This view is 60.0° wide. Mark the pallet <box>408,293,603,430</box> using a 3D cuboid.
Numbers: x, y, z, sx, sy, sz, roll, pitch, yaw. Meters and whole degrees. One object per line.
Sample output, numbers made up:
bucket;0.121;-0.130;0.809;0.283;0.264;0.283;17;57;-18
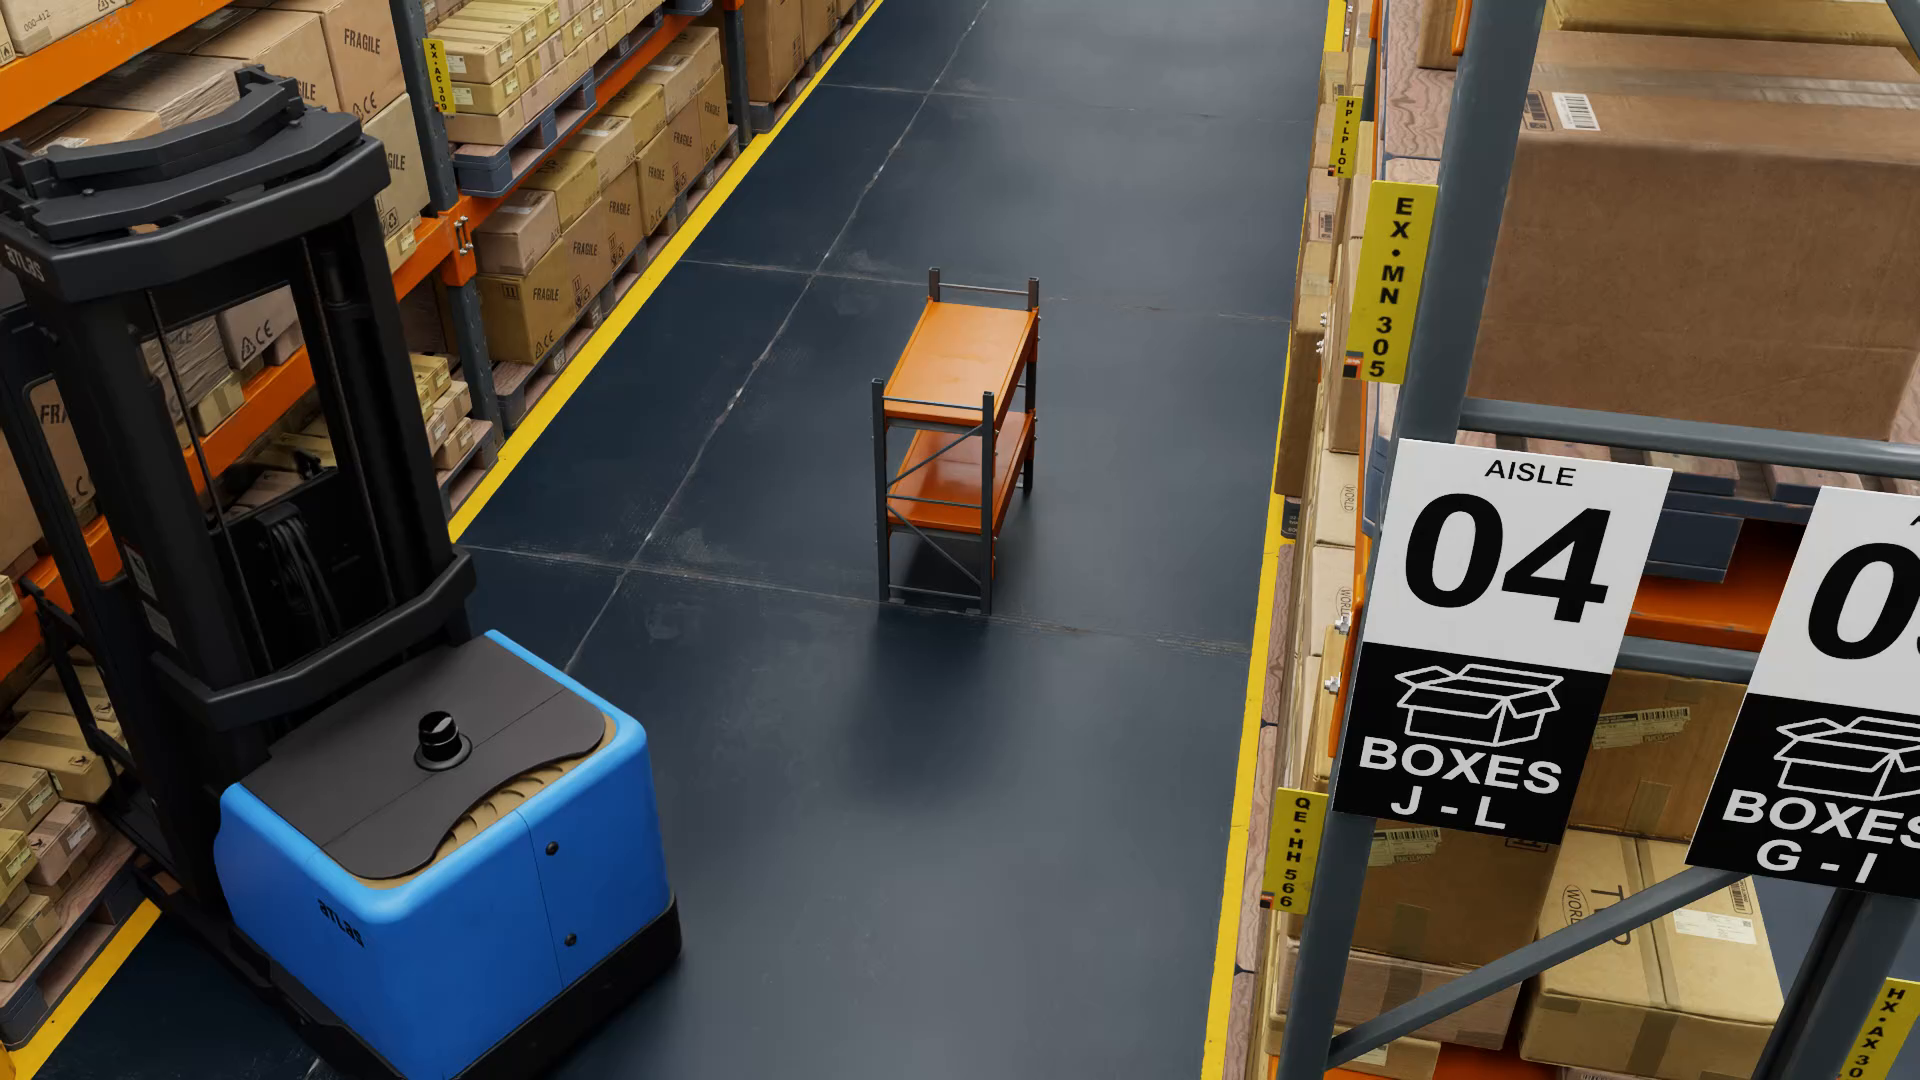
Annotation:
pallet;-2.638;-1.051;9.020;1.003;0.211;1.213;7;37;10

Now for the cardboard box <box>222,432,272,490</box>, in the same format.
cardboard box;-3.235;-0.364;7.261;0.380;0.149;0.250;6;36;9

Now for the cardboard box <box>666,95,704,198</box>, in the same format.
cardboard box;-1.948;-2.477;10.384;0.500;0.500;0.500;9;37;12

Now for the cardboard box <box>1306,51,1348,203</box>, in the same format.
cardboard box;2.708;-2.264;9.770;1.225;0.875;0.875;6;36;8

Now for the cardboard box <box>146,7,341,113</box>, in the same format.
cardboard box;-2.744;-1.699;6.347;0.500;0.500;0.500;6;36;8

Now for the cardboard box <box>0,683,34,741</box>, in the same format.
cardboard box;-3.556;0.646;6.121;0.380;0.149;0.250;7;37;9

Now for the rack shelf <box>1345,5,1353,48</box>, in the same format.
rack shelf;3.303;-4.202;11.605;1.077;0.370;4.000;7;37;10

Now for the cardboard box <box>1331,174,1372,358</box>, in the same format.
cardboard box;1.556;-0.893;5.662;0.500;0.500;0.500;7;37;10

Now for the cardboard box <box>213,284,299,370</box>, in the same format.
cardboard box;-2.850;-0.999;6.234;0.500;0.500;0.500;7;37;10

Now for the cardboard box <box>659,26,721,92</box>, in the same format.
cardboard box;-1.838;-3.063;10.554;0.500;0.250;0.500;6;36;9

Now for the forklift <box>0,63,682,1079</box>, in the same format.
forklift;-2.413;-0.072;5.352;3.031;2.935;1.130;26;43;31

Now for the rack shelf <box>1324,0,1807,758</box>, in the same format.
rack shelf;1.594;-0.830;4.397;1.077;0.370;4.000;7;37;10

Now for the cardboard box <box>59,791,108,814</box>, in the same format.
cardboard box;-3.215;0.854;5.833;0.380;0.149;0.250;8;37;11

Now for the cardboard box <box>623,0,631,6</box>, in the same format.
cardboard box;-1.937;-2.987;8.918;0.380;0.149;0.250;7;36;9

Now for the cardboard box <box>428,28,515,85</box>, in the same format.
cardboard box;-2.269;-2.211;7.594;0.380;0.149;0.250;9;37;12

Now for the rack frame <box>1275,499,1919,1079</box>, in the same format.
rack frame;1.167;1.239;3.484;1.000;3.000;0.127;7;37;10

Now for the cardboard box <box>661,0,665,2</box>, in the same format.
cardboard box;-1.827;-3.168;9.421;0.380;0.149;0.250;6;36;8

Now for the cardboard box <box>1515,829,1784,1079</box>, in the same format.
cardboard box;1.533;0.938;3.774;0.500;0.250;0.500;6;36;9

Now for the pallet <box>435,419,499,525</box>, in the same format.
pallet;-2.912;-0.215;7.867;1.003;0.211;1.213;7;37;10

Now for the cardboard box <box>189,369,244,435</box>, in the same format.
cardboard box;-2.899;-0.533;6.144;0.380;0.149;0.250;8;37;11

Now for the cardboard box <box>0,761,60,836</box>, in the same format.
cardboard box;-3.272;0.872;5.555;0.380;0.149;0.250;8;37;11

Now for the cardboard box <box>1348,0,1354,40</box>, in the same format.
cardboard box;2.506;-3.143;9.445;0.500;0.500;0.500;8;37;11

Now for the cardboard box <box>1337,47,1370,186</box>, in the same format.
cardboard box;2.072;-1.980;7.840;0.500;0.500;0.500;7;37;9

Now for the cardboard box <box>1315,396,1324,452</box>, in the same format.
cardboard box;1.467;-0.371;5.921;0.380;0.149;0.250;6;36;9

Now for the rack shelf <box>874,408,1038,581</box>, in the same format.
rack shelf;-0.001;-0.254;7.558;0.538;0.278;1.000;7;37;10

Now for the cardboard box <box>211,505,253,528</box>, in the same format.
cardboard box;-2.831;0.004;6.754;0.380;0.149;0.250;6;36;8

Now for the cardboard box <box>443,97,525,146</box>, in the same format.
cardboard box;-2.269;-1.970;7.768;0.380;0.149;0.250;6;36;8

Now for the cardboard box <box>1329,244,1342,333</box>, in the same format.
cardboard box;1.665;-0.877;6.278;0.500;0.250;0.500;7;36;9

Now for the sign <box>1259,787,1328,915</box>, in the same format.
sign;0.640;0.599;3.179;0.100;0.325;0.005;7;37;10

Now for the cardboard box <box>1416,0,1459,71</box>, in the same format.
cardboard box;1.543;-1.474;4.143;0.700;0.500;0.500;9;37;12

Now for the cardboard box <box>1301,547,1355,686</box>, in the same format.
cardboard box;1.228;0.286;4.674;0.500;0.250;0.500;6;36;8

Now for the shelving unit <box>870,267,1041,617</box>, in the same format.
shelving unit;-0.001;-0.452;7.415;0.538;1.125;1.048;7;37;10

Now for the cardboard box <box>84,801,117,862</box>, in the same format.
cardboard box;-3.210;0.980;5.913;0.380;0.149;0.250;8;37;10

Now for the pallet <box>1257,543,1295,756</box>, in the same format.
pallet;1.782;0.501;6.878;1.003;0.211;1.213;7;37;10

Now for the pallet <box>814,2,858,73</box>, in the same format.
pallet;-1.444;-4.037;13.141;1.003;0.211;1.213;7;37;10

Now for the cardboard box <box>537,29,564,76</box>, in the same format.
cardboard box;-2.161;-2.387;8.090;0.380;0.149;0.250;8;37;11

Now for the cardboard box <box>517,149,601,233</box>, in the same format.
cardboard box;-2.275;-1.891;8.936;0.500;0.250;0.500;8;37;11

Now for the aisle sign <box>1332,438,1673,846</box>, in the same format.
aisle sign;0.858;0.190;2.716;0.394;0.787;0.004;7;37;10

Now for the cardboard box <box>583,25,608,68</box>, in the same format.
cardboard box;-2.050;-2.562;8.585;0.380;0.149;0.250;6;36;8

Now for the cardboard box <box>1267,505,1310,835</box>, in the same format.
cardboard box;1.610;0.521;5.928;0.875;0.875;0.875;7;37;10

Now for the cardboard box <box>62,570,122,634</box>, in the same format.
cardboard box;-3.466;0.228;6.444;0.380;0.149;0.250;6;36;8

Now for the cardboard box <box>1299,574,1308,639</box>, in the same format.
cardboard box;1.248;0.219;5.105;0.380;0.149;0.250;8;37;11

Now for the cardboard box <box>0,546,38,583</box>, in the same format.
cardboard box;-3.222;0.052;5.336;0.380;0.149;0.250;9;37;12

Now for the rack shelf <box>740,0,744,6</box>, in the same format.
rack shelf;-1.521;-4.882;12.543;1.077;0.370;4.000;7;37;10

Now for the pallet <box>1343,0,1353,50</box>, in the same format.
pallet;3.565;-4.065;13.178;1.003;0.211;1.213;7;37;10

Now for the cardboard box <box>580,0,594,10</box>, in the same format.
cardboard box;-2.049;-2.808;8.417;0.380;0.149;0.250;7;37;10

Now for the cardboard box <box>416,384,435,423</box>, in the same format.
cardboard box;-2.640;-0.602;7.589;0.380;0.149;0.250;8;37;11

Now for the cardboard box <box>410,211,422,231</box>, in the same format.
cardboard box;-2.635;-1.439;7.393;0.380;0.149;0.250;7;37;9

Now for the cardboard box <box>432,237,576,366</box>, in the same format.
cardboard box;-2.386;-1.282;8.735;0.500;0.500;0.500;9;37;12

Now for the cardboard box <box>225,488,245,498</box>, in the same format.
cardboard box;-3.236;-0.247;7.353;0.380;0.149;0.250;6;36;8

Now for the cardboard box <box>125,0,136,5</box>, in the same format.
cardboard box;-2.870;-1.996;5.520;0.500;0.250;0.500;7;37;9
